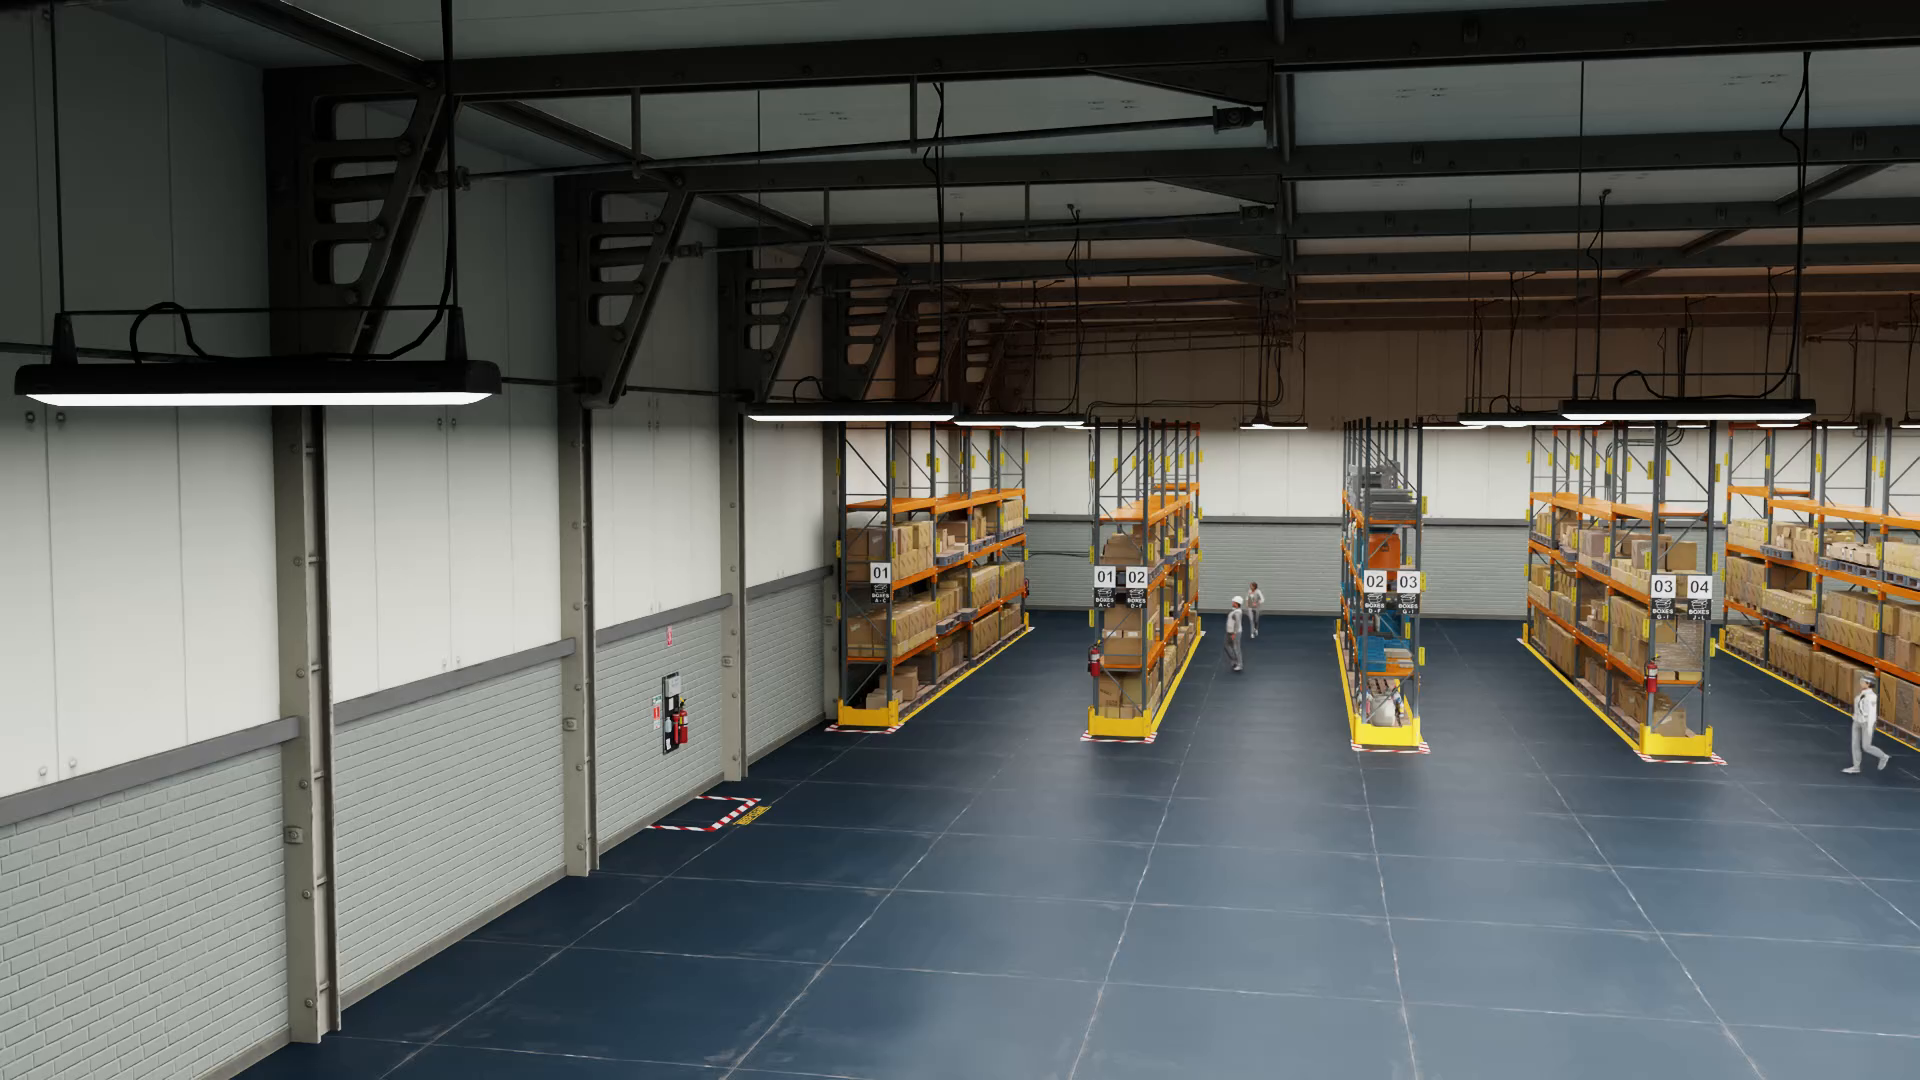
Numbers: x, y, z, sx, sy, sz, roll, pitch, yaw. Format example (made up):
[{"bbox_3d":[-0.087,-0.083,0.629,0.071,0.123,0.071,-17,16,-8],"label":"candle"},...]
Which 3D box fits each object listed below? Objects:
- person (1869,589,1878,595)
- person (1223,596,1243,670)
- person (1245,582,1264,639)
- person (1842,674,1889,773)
[{"bbox_3d":[23.097,2.118,41.954,0.642,1.802,0.611,-1,4,-19],"label":"person"},{"bbox_3d":[6.620,2.236,40.119,0.407,1.784,0.649,-1,4,-12],"label":"person"},{"bbox_3d":[8.191,1.932,46.215,0.522,1.549,0.910,1,4,15],"label":"person"},{"bbox_3d":[15.163,3.075,27.793,0.640,1.670,0.465,-1,4,-14],"label":"person"}]
